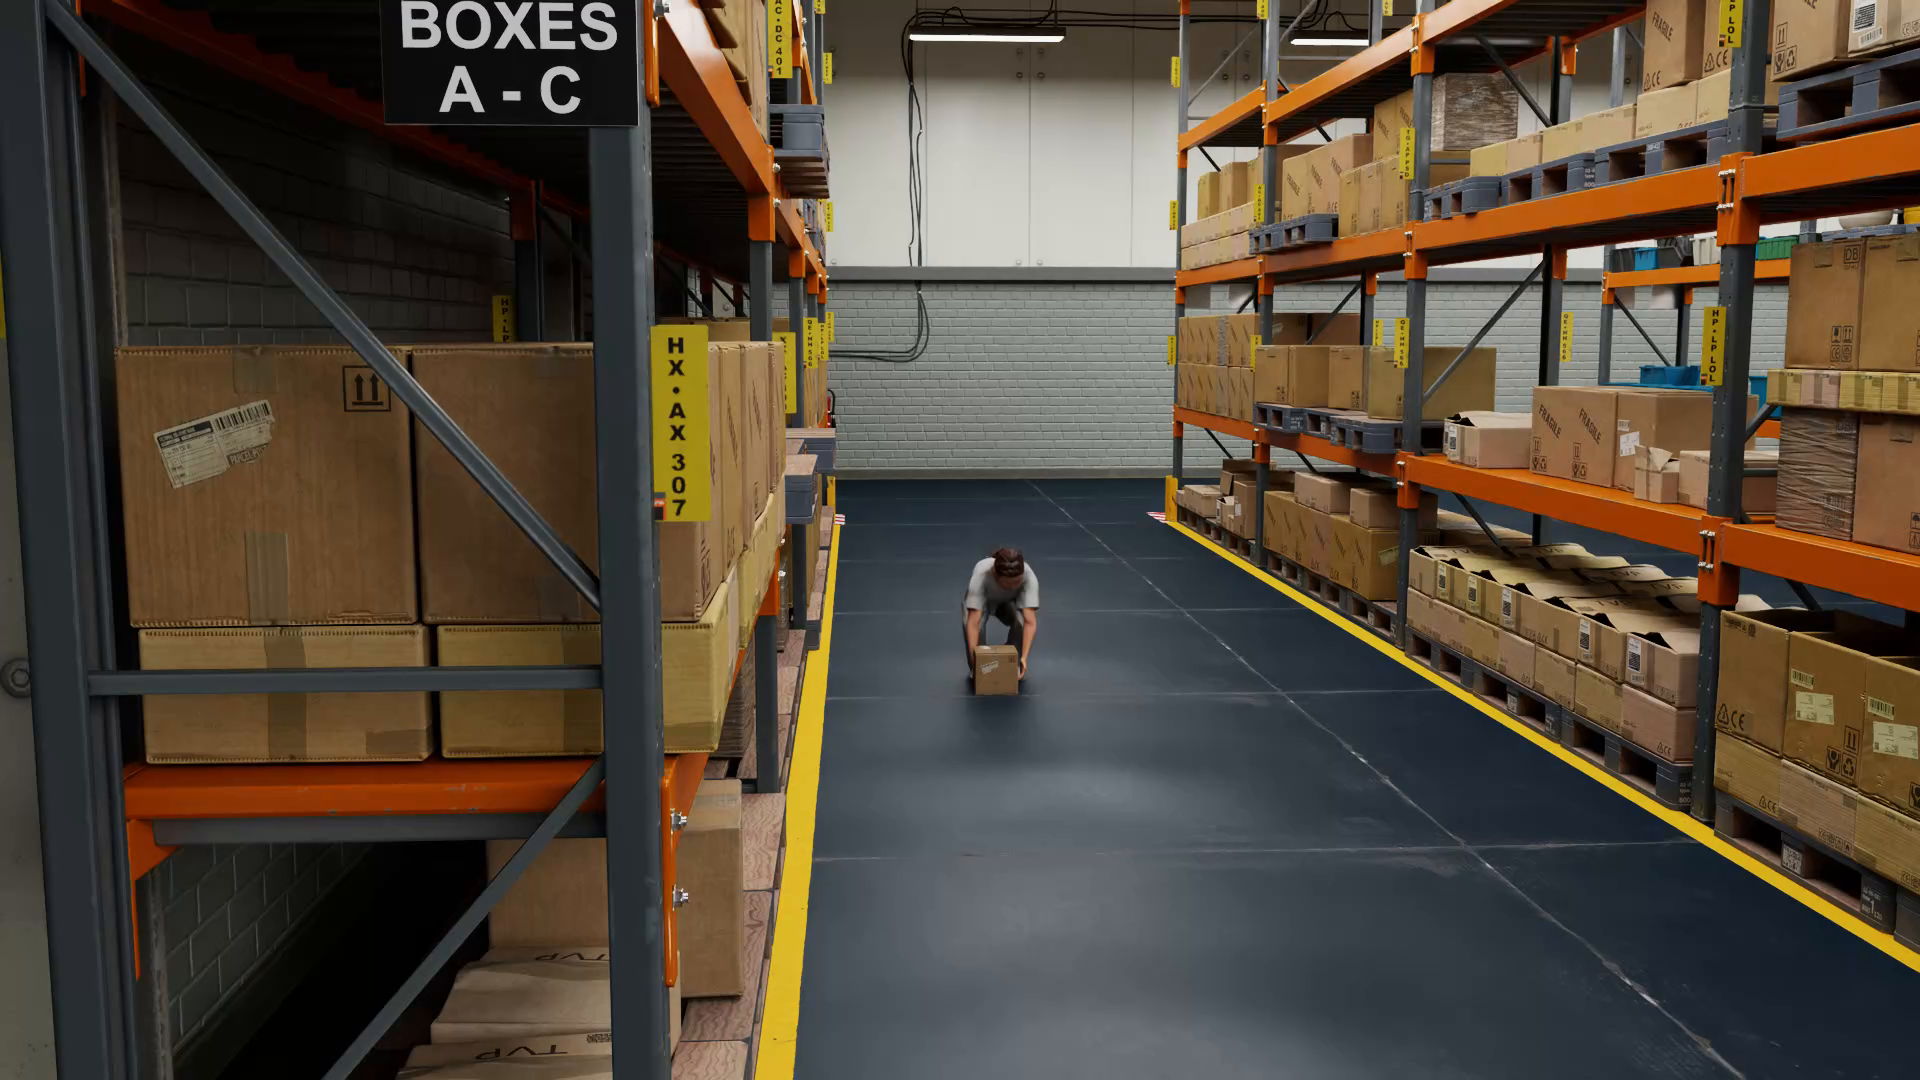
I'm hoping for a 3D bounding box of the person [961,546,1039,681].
[{"bbox_3d":[0.236,0.435,10.128,0.464,0.846,0.801,0,7,-4],"label":"person"}]
